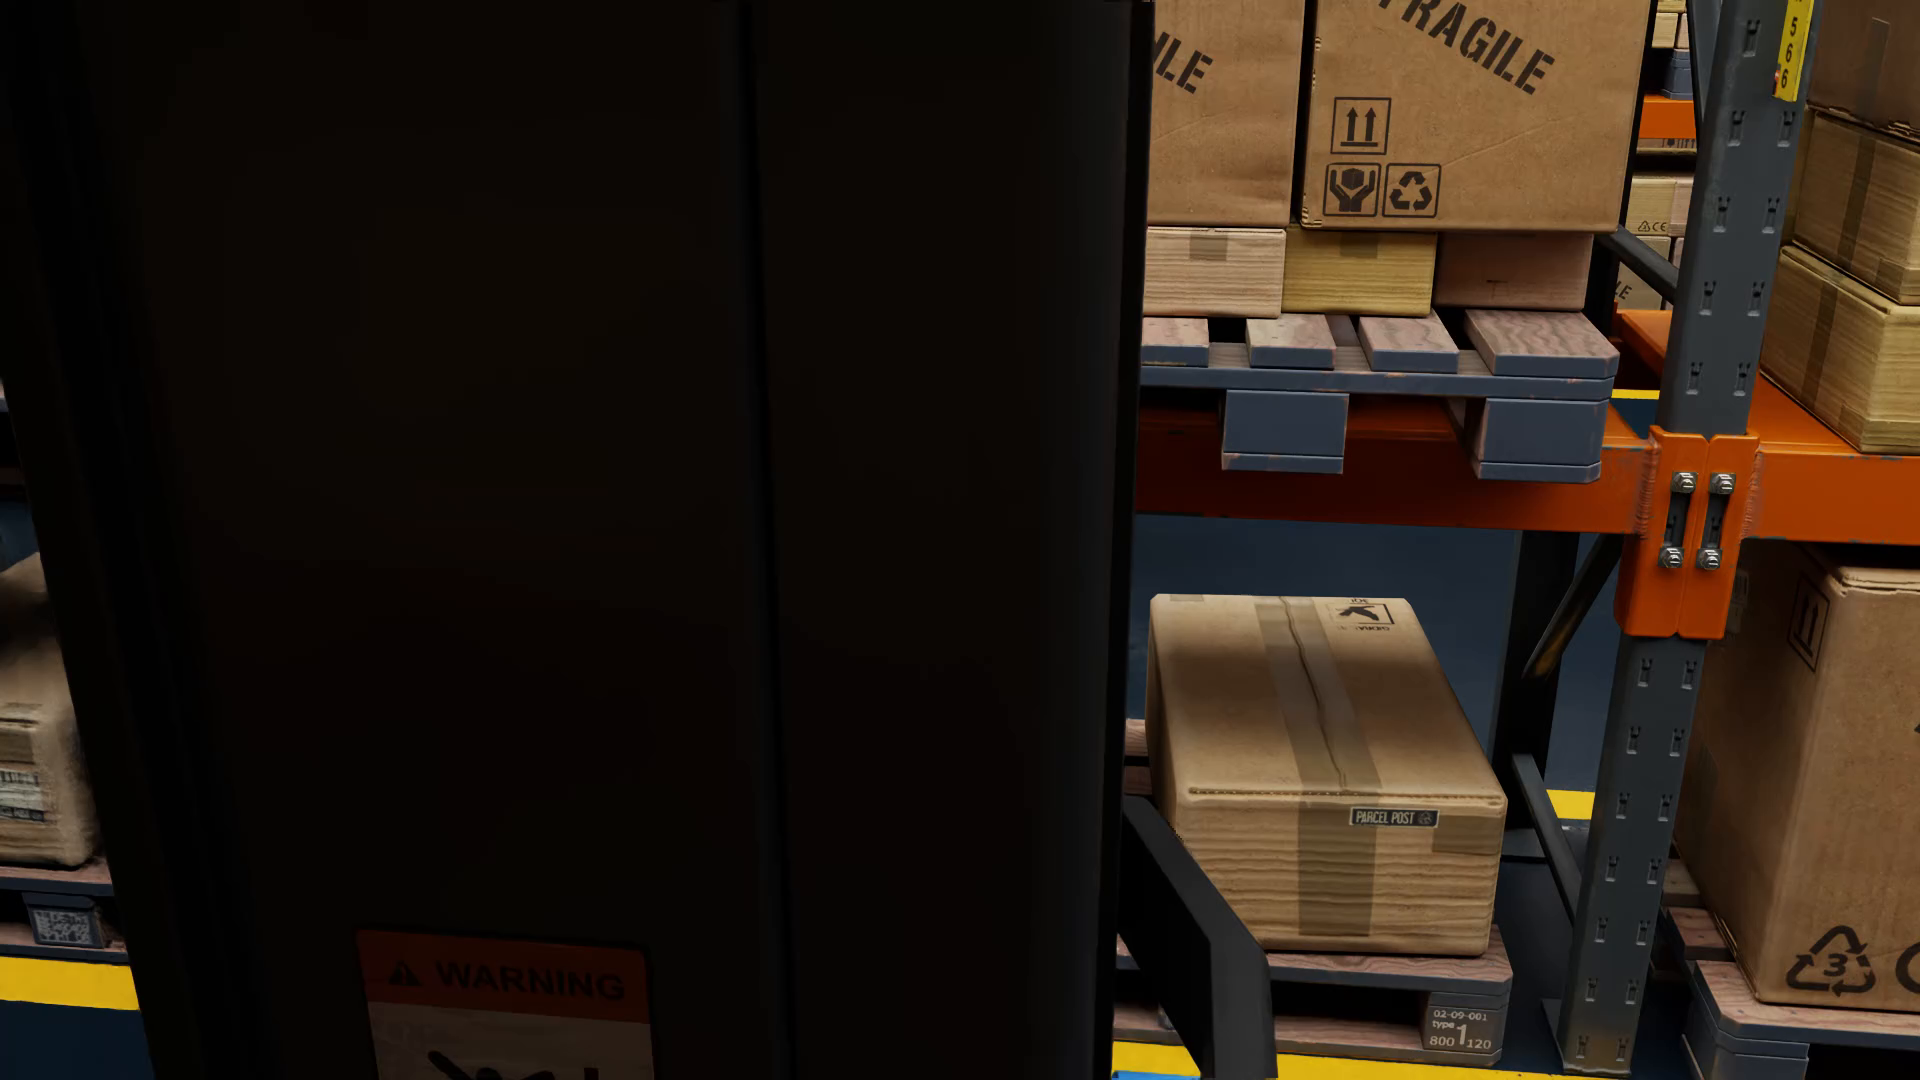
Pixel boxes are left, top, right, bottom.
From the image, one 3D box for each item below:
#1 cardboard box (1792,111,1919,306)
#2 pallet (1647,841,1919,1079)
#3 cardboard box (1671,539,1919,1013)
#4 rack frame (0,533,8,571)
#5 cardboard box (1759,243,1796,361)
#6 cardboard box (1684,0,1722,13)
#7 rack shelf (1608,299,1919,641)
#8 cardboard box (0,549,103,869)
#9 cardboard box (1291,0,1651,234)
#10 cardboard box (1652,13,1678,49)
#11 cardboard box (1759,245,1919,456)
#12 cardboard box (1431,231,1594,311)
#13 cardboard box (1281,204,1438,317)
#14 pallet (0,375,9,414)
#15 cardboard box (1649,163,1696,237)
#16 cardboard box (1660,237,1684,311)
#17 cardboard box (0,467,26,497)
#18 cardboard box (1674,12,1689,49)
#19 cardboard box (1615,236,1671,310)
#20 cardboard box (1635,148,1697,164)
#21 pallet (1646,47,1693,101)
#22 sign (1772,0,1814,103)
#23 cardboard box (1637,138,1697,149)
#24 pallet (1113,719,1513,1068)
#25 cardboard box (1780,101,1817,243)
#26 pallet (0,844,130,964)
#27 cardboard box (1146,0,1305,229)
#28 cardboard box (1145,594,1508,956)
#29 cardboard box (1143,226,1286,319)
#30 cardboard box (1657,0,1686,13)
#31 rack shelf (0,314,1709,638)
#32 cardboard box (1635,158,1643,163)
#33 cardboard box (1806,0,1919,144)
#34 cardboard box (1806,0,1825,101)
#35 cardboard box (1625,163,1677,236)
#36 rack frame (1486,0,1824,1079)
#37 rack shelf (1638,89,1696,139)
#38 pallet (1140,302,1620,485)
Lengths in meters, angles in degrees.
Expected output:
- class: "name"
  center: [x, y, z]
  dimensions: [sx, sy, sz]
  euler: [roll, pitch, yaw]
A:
- class: "cardboard box"
  center: [1.785, -0.573, 2.832]
  dimensions: [0.500, 0.250, 0.500]
  euler: [2, 22, 6]
- class: "pallet"
  center: [2.085, 0.836, 3.537]
  dimensions: [1.213, 0.211, 1.003]
  euler: [2, 22, 6]
- class: "cardboard box"
  center: [1.987, 0.331, 3.341]
  dimensions: [0.875, 0.875, 0.875]
  euler: [2, 22, 6]
- class: "rack frame"
  center: [-2.661, -0.695, 3.618]
  dimensions: [0.127, 3.000, 1.000]
  euler: [2, 22, 6]
- class: "cardboard box"
  center: [1.844, -0.525, 3.392]
  dimensions: [0.500, 0.250, 0.500]
  euler: [2, 22, 4]
- class: "cardboard box"
  center: [3.282, -2.413, 7.329]
  dimensions: [0.250, 0.149, 0.380]
  euler: [3, 22, 6]
- class: "rack shelf"
  center: [3.297, -0.101, 3.094]
  dimensions: [4.000, 0.370, 1.077]
  euler: [2, 22, 6]
- class: "cardboard box"
  center: [-2.140, 0.354, 3.969]
  dimensions: [0.625, 0.372, 0.950]
  euler: [3, 22, 7]
- class: "cardboard box"
  center: [0.827, -0.820, 2.823]
  dimensions: [0.500, 0.500, 0.500]
  euler: [2, 22, 5]
- class: "cardboard box"
  center: [3.016, -2.285, 7.409]
  dimensions: [0.250, 0.149, 0.380]
  euler: [3, 22, 9]
- class: "cardboard box"
  center: [1.767, -0.339, 2.922]
  dimensions: [0.500, 0.250, 0.500]
  euler: [2, 22, 5]
- class: "cardboard box"
  center: [0.958, -0.529, 2.968]
  dimensions: [0.250, 0.149, 0.380]
  euler: [3, 22, 8]
- class: "cardboard box"
  center: [0.683, -0.514, 2.930]
  dimensions: [0.250, 0.149, 0.380]
  euler: [3, 22, 7]
- class: "pallet"
  center: [-1.919, -0.520, 3.435]
  dimensions: [1.213, 0.211, 1.003]
  euler: [2, 22, 6]
- class: "cardboard box"
  center: [3.443, -1.549, 7.587]
  dimensions: [0.500, 0.250, 0.500]
  euler: [3, 22, 7]
- class: "cardboard box"
  center: [3.476, -1.202, 7.728]
  dimensions: [0.500, 0.500, 0.500]
  euler: [2, 22, 5]
- class: "cardboard box"
  center: [-3.661, -0.581, 6.541]
  dimensions: [0.503, 0.637, 0.797]
  euler: [2, 22, 6]
- class: "cardboard box"
  center: [3.281, -2.274, 7.383]
  dimensions: [0.250, 0.149, 0.380]
  euler: [3, 22, 8]
- class: "cardboard box"
  center: [2.965, -1.222, 7.780]
  dimensions: [0.500, 0.500, 0.500]
  euler: [3, 22, 7]
- class: "cardboard box"
  center: [3.509, -1.736, 8.059]
  dimensions: [0.500, 0.250, 0.500]
  euler: [3, 22, 8]
- class: "pallet"
  center: [3.764, -2.174, 7.619]
  dimensions: [1.213, 0.211, 1.003]
  euler: [2, 22, 6]
- class: "sign"
  center: [1.257, -0.825, 2.480]
  dimensions: [0.005, 0.325, 0.100]
  euler: [2, 22, 6]
- class: "cardboard box"
  center: [4.924, -3.233, 12.356]
  dimensions: [0.875, 0.875, 1.225]
  euler: [2, 22, 4]
- class: "pallet"
  center: [0.535, 0.740, 3.780]
  dimensions: [1.213, 0.211, 1.003]
  euler: [2, 22, 6]
- class: "cardboard box"
  center: [1.822, -0.756, 3.297]
  dimensions: [0.500, 0.250, 0.500]
  euler: [2, 22, 6]
- class: "pallet"
  center: [-1.888, 0.635, 4.047]
  dimensions: [1.213, 0.211, 1.003]
  euler: [2, 22, 6]
- class: "cardboard box"
  center: [0.312, -0.839, 2.869]
  dimensions: [0.500, 0.500, 0.500]
  euler: [2, 22, 5]
- class: "cardboard box"
  center: [0.751, 0.477, 3.657]
  dimensions: [0.625, 0.372, 0.950]
  euler: [1, 22, 3]
- class: "cardboard box"
  center: [0.428, -0.508, 2.916]
  dimensions: [0.250, 0.149, 0.380]
  euler: [2, 22, 6]
- class: "cardboard box"
  center: [3.035, -2.424, 7.357]
  dimensions: [0.250, 0.149, 0.380]
  euler: [3, 22, 7]
- class: "rack shelf"
  center: [-0.675, -0.274, 3.531]
  dimensions: [4.000, 0.370, 1.077]
  euler: [2, 22, 6]
- class: "cardboard box"
  center: [3.006, -1.763, 8.129]
  dimensions: [0.500, 0.250, 0.500]
  euler: [3, 22, 7]
- class: "cardboard box"
  center: [1.772, -0.923, 2.698]
  dimensions: [0.500, 0.500, 0.500]
  euler: [2, 22, 5]
- class: "cardboard box"
  center: [1.855, -1.107, 3.163]
  dimensions: [0.500, 0.500, 0.500]
  euler: [2, 22, 5]
- class: "cardboard box"
  center: [2.953, -1.575, 7.653]
  dimensions: [0.500, 0.250, 0.500]
  euler: [2, 22, 6]
- class: "rack frame"
  center: [1.311, -0.522, 3.180]
  dimensions: [0.127, 3.000, 1.000]
  euler: [2, 22, 6]
- class: "rack shelf"
  center: [3.779, -1.912, 7.676]
  dimensions: [4.000, 0.370, 1.077]
  euler: [2, 22, 6]
- class: "pallet"
  center: [0.591, -0.425, 3.195]
  dimensions: [1.003, 0.211, 1.213]
  euler: [2, 22, 6]
